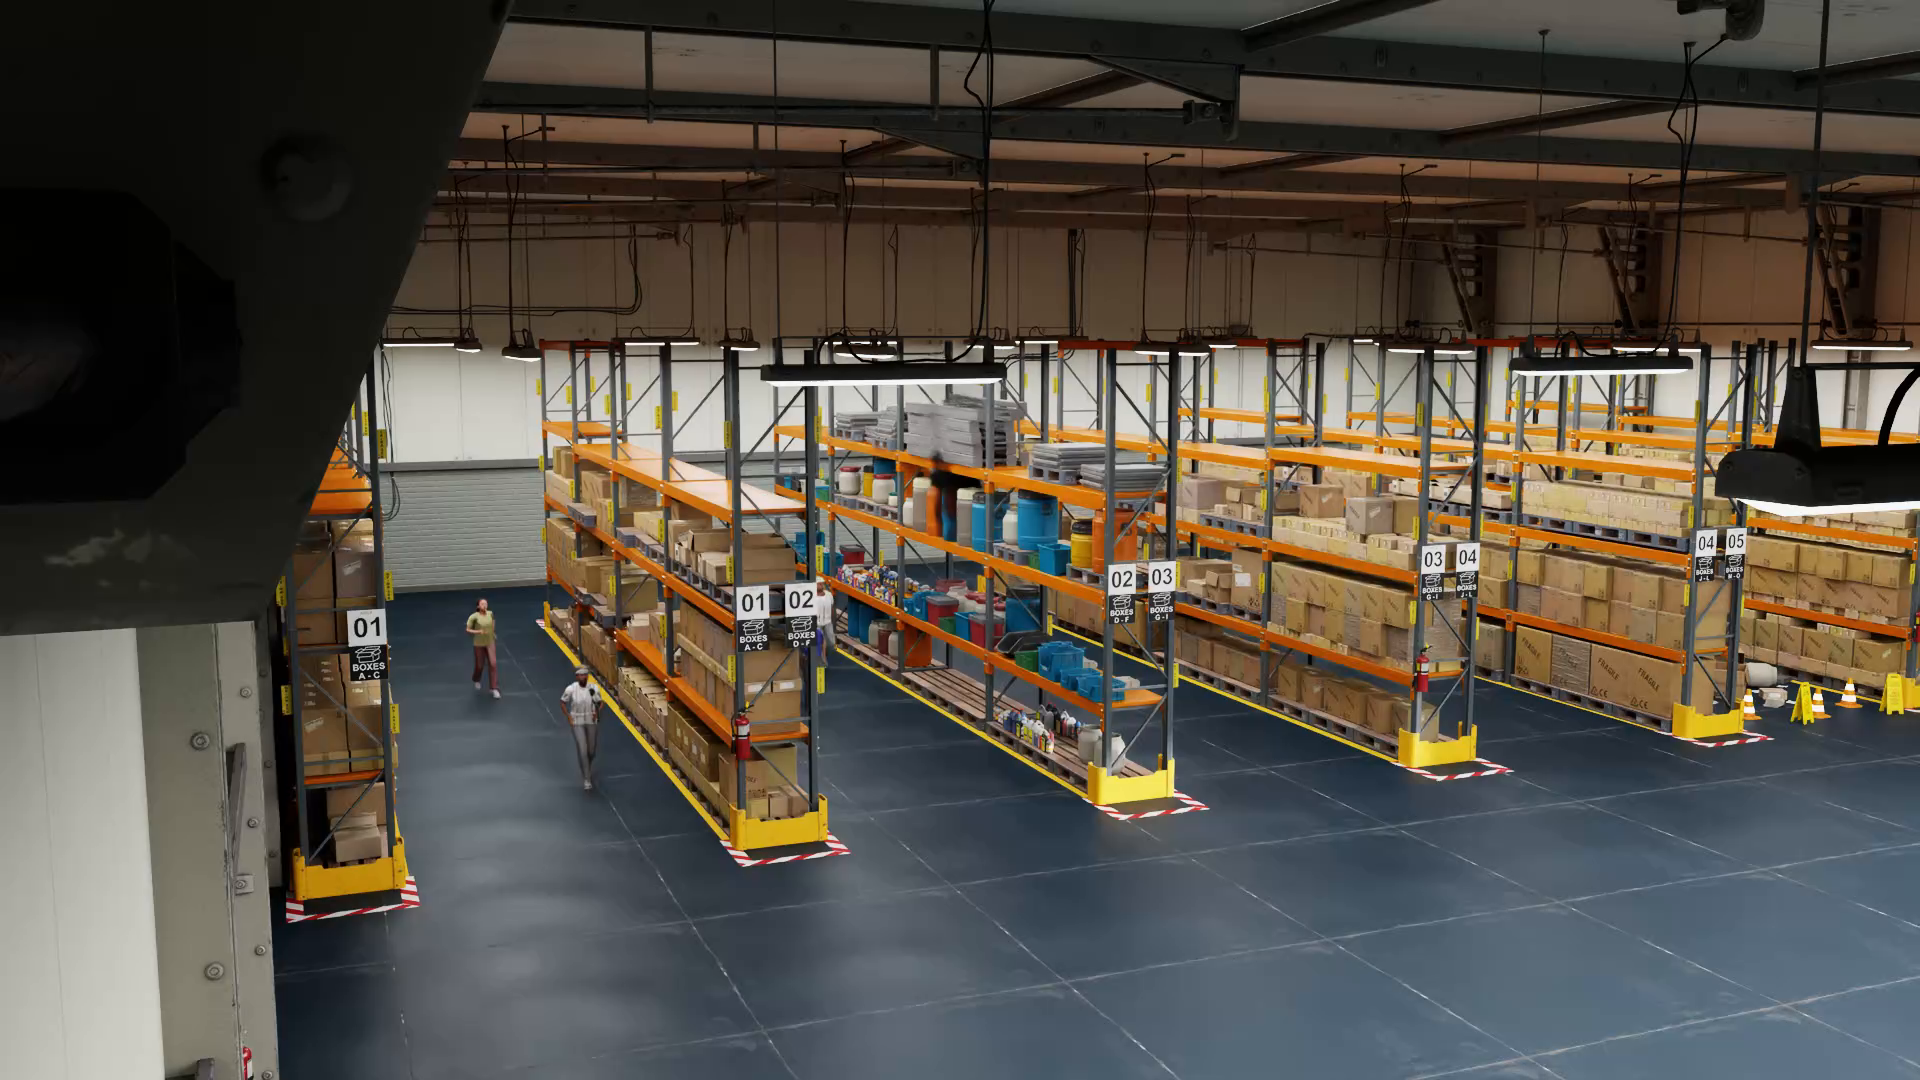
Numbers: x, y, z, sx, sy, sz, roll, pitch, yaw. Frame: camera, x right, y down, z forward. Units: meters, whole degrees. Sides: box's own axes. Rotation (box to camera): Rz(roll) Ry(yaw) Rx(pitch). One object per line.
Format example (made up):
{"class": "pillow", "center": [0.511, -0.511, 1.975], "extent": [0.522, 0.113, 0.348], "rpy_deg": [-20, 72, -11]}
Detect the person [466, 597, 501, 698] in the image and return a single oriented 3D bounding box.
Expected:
{"class": "person", "center": [-8.135, 1.804, 28.343], "extent": [0.578, 1.684, 0.933], "rpy_deg": [-5, 9, -34]}

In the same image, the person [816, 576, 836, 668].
{"class": "person", "center": [-2.507, 1.526, 30.317], "extent": [0.686, 1.720, 0.593], "rpy_deg": [-4, 8, -29]}

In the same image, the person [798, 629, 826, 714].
{"class": "person", "center": [-2.397, 2.031, 27.044], "extent": [0.574, 1.608, 0.497], "rpy_deg": [-4, 8, -27]}

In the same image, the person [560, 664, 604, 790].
{"class": "person", "center": [-5.199, 2.529, 22.930], "extent": [0.585, 1.695, 0.727], "rpy_deg": [-3, 8, -22]}

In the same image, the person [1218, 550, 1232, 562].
{"class": "person", "center": [6.633, 0.122, 41.351], "extent": [0.673, 1.720, 0.740], "rpy_deg": [7, 10, 43]}
